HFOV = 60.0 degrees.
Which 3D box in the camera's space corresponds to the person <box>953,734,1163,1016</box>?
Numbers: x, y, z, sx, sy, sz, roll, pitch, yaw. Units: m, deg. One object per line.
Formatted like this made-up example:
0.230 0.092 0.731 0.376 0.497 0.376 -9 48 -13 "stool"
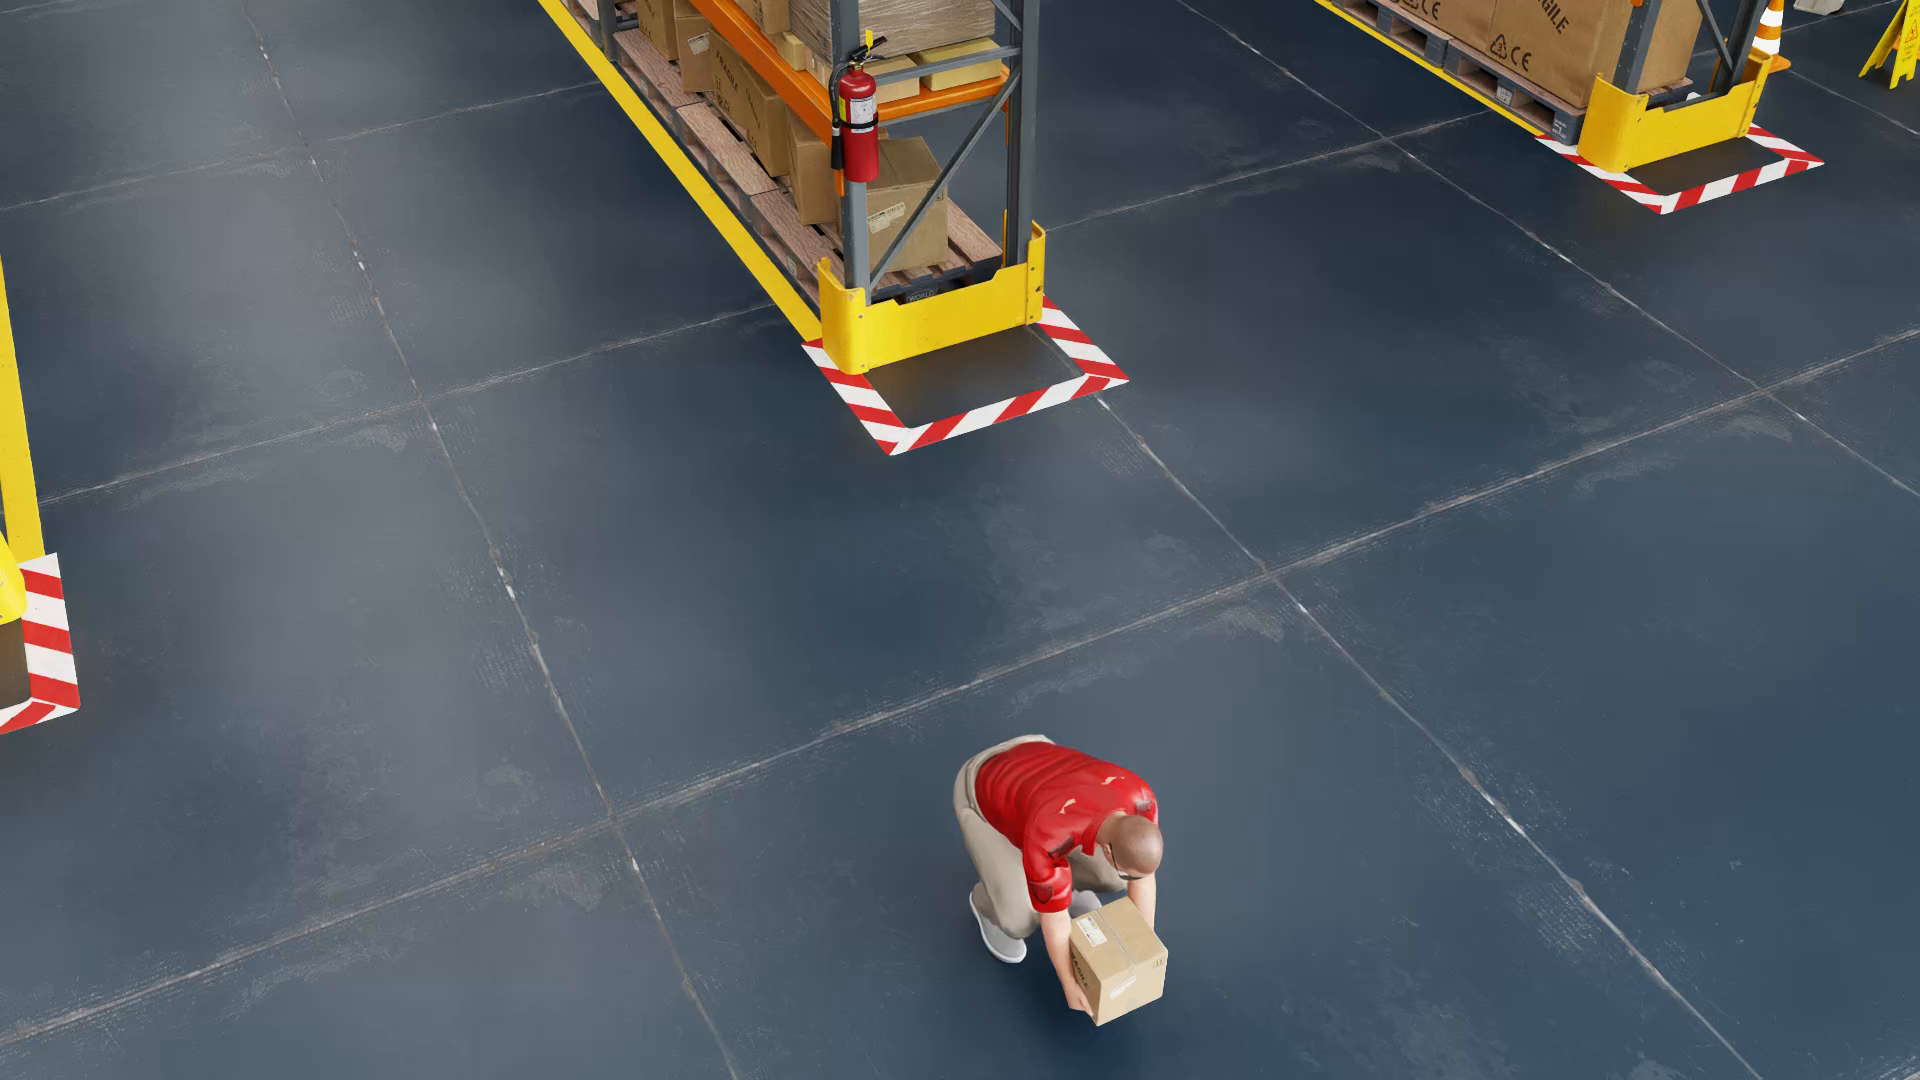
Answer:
0.334 1.051 5.539 0.532 0.983 0.894 -20 45 -21 "person"
